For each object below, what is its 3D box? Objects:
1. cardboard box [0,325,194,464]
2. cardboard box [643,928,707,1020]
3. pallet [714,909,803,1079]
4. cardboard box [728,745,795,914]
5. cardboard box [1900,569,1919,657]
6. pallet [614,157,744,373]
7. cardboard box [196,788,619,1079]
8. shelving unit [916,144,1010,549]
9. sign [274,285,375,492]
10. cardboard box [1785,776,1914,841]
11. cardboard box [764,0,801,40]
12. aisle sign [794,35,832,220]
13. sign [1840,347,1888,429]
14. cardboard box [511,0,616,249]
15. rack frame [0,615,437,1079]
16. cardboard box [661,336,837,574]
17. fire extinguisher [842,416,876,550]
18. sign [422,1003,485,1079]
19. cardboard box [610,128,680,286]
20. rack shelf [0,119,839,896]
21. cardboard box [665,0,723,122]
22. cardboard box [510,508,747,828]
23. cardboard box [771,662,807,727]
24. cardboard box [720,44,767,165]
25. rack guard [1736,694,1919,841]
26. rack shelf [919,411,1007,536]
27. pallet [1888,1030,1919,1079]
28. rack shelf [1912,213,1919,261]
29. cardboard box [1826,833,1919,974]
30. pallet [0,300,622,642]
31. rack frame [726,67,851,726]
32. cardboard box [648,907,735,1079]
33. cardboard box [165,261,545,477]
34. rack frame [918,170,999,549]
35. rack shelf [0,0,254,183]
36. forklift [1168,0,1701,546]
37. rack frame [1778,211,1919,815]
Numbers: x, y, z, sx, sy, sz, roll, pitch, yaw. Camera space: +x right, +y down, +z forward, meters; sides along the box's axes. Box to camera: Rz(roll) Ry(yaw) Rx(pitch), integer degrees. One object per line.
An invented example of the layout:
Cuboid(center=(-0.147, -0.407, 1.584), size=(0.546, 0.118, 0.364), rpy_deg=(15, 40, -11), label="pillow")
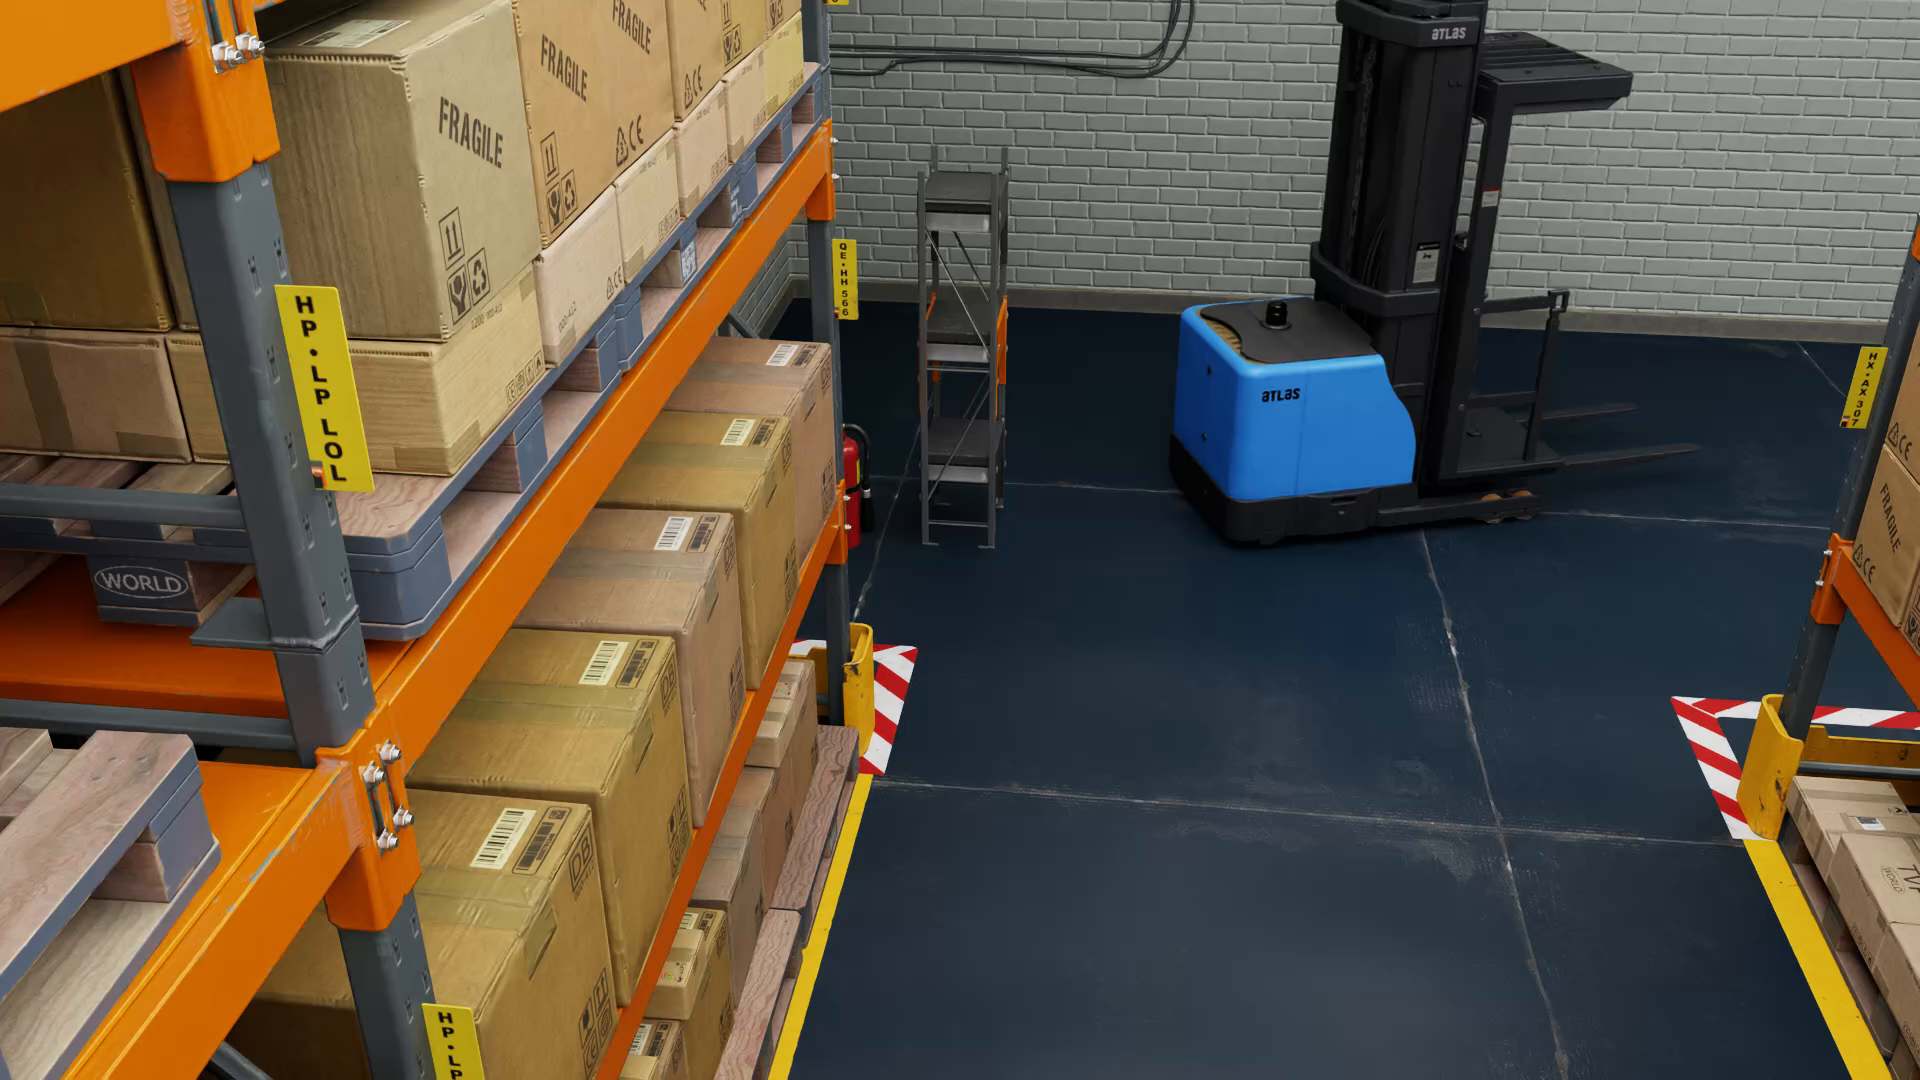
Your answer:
Cuboid(center=(-1.628, -0.379, 3.237), size=(0.500, 0.250, 0.500), rpy_deg=(4, 29, 7), label="cardboard box")
Cuboid(center=(-0.999, 1.328, 5.131), size=(0.380, 0.149, 0.250), rpy_deg=(3, 28, 5), label="cardboard box")
Cuboid(center=(-1.161, 1.739, 5.800), size=(1.003, 0.211, 1.213), rpy_deg=(3, 28, 6), label="pallet")
Cuboid(center=(-1.037, 1.044, 6.342), size=(0.700, 0.500, 0.500), rpy_deg=(3, 28, 6), label="cardboard box")
Cuboid(center=(3.554, 0.236, 5.543), size=(0.500, 0.500, 0.500), rpy_deg=(3, 28, 6), label="cardboard box")
Cuboid(center=(-1.216, -0.798, 4.500), size=(1.003, 0.211, 1.213), rpy_deg=(3, 28, 6), label="pallet")
Cuboid(center=(-1.396, 1.054, 3.814), size=(0.980, 0.700, 0.700), rpy_deg=(4, 29, 7), label="cardboard box")
Cuboid(center=(0.020, -1.002, 8.897), size=(0.431, 2.100, 0.503), rpy_deg=(3, 28, 6), label="shelving unit")
Cuboid(center=(-0.939, -0.219, 2.455), size=(0.100, 0.325, 0.005), rpy_deg=(3, 28, 6), label="sign")
Cuboid(center=(3.536, 1.082, 6.620), size=(0.380, 0.149, 0.250), rpy_deg=(3, 28, 6), label="cardboard box")
Cuboid(center=(-0.808, -1.895, 5.262), size=(0.500, 0.500, 0.500), rpy_deg=(3, 28, 6), label="cardboard box")
Cuboid(center=(-0.682, -1.603, 6.322), size=(0.394, 0.787, 0.004), rpy_deg=(3, 28, 6), label="aisle sign")
Cuboid(center=(3.389, -0.569, 6.230), size=(0.100, 0.325, 0.005), rpy_deg=(3, 28, 6), label="sign")
Cuboid(center=(-1.056, -0.935, 3.479), size=(0.500, 0.500, 0.500), rpy_deg=(3, 28, 5), label="cardboard box")
Cuboid(center=(-1.479, 1.441, 3.413), size=(1.000, 3.000, 0.127), rpy_deg=(3, 28, 6), label="rack frame")
Cuboid(center=(-1.041, -0.334, 6.391), size=(0.980, 0.700, 0.700), rpy_deg=(5, 29, 9), label="cardboard box")
Cuboid(center=(-0.512, -0.288, 7.097), size=(0.296, 0.674, 0.183), rpy_deg=(3, 28, 6), label="fire extinguisher")
Cuboid(center=(-0.939, 0.993, 3.108), size=(0.100, 0.325, 0.005), rpy_deg=(3, 28, 6), label="sign")
Cuboid(center=(-1.001, -0.834, 4.082), size=(0.500, 0.250, 0.500), rpy_deg=(3, 28, 5), label="cardboard box")
Cuboid(center=(-1.234, -0.505, 4.620), size=(1.077, 0.370, 4.000), rpy_deg=(3, 28, 6), label="rack shelf")
Cuboid(center=(-0.935, -1.414, 4.370), size=(0.500, 0.500, 0.500), rpy_deg=(2, 28, 4), label="cardboard box")
Cuboid(center=(-1.222, 0.368, 5.088), size=(0.980, 0.700, 0.700), rpy_deg=(2, 28, 4), label="cardboard box")
Cuboid(center=(-0.810, 0.594, 6.494), size=(0.380, 0.149, 0.250), rpy_deg=(3, 28, 6), label="cardboard box")
Cuboid(center=(-0.878, -1.321, 4.986), size=(0.500, 0.250, 0.500), rpy_deg=(2, 28, 4), label="cardboard box")
Cuboid(center=(3.919, 0.980, 6.904), size=(1.175, 0.500, 0.348), rpy_deg=(3, 28, 6), label="rack guard")
Cuboid(center=(0.020, -0.374, 9.235), size=(0.431, 0.518, 0.480), rpy_deg=(3, 28, 6), label="rack shelf")
Cuboid(center=(3.670, 2.055, 5.213), size=(1.003, 0.211, 1.213), rpy_deg=(3, 28, 6), label="pallet")
Cuboid(center=(3.683, -0.219, 4.089), size=(1.077, 0.370, 4.000), rpy_deg=(3, 28, 6), label="rack shelf")
Cuboid(center=(3.519, 1.335, 6.044), size=(0.500, 0.250, 0.500), rpy_deg=(3, 28, 6), label="cardboard box")
Cuboid(center=(-1.368, -0.225, 3.437), size=(1.003, 0.211, 1.213), rpy_deg=(3, 28, 6), label="pallet")
Cuboid(center=(-0.989, -0.442, 6.908), size=(1.000, 3.000, 0.127), rpy_deg=(3, 28, 6), label="rack frame")
Cuboid(center=(-1.156, 1.532, 5.436), size=(0.700, 0.500, 0.500), rpy_deg=(4, 29, 7), label="cardboard box")
Cuboid(center=(-1.133, -0.353, 3.190), size=(0.500, 0.250, 0.500), rpy_deg=(3, 28, 6), label="cardboard box")
Cuboid(center=(-0.010, -0.887, 8.683), size=(0.400, 2.100, 0.015), rpy_deg=(3, 28, 6), label="rack frame")
Cuboid(center=(-1.724, 0.234, 0.509), size=(1.077, 0.370, 4.000), rpy_deg=(3, 28, 6), label="rack shelf")
Cuboid(center=(2.813, -1.619, 9.165), size=(3.031, 2.935, 1.130), rpy_deg=(-7, 29, -12), label="forklift")
Cuboid(center=(3.928, -0.156, 6.377), size=(1.000, 3.000, 0.127), rpy_deg=(3, 28, 6), label="rack frame")
